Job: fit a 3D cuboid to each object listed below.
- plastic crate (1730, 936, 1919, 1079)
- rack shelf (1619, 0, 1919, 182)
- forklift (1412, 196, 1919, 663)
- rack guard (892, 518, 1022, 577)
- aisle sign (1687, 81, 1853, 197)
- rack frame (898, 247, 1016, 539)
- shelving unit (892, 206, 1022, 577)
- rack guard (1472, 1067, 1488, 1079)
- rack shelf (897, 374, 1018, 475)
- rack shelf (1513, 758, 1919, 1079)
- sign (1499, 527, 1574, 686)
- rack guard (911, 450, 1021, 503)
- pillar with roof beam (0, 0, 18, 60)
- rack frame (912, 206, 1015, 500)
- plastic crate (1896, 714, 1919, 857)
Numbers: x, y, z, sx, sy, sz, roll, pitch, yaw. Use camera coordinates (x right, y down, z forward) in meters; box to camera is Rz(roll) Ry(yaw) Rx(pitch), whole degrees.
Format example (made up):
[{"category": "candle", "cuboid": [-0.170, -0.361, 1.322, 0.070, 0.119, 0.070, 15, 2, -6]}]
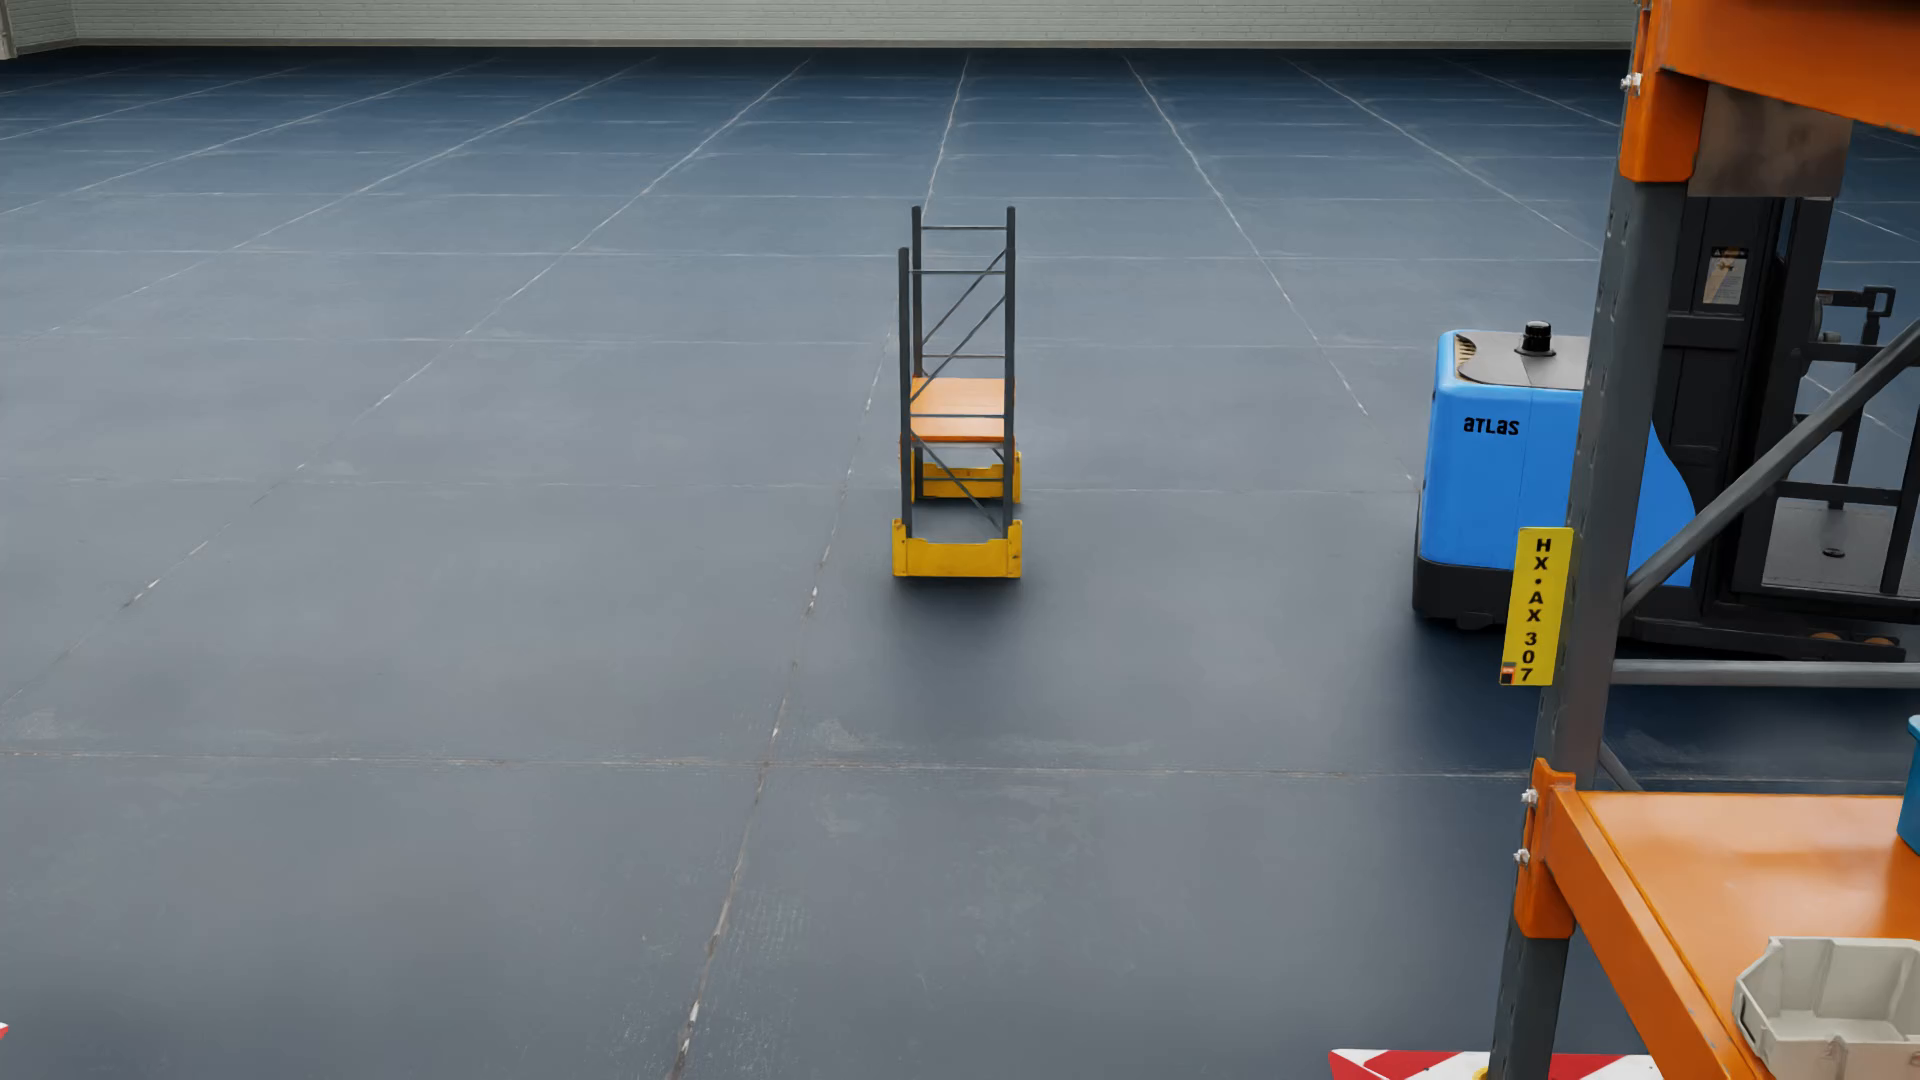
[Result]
[{"category": "plastic crate", "cuboid": [1.298, 0.709, 2.420, 0.298, 0.136, 0.250, 1, 21, 2]}, {"category": "rack shelf", "cuboid": [1.586, -0.074, 0.921, 1.077, 0.370, 4.000, 1, 21, 2]}, {"category": "forklift", "cuboid": [3.504, -1.022, 6.612, 3.031, 2.935, 1.130, 6, 22, 14]}, {"category": "rack guard", "cuboid": [-0.013, 0.036, 7.591, 0.587, 0.250, 0.087, 1, 21, 2]}, {"category": "aisle sign", "cuboid": [1.356, -0.976, 2.803, 0.394, 0.787, 0.004, 1, 21, 2]}, {"category": "rack frame", "cuboid": [-0.013, -0.546, 7.363, 0.500, 1.500, 0.032, 1, 21, 2]}, {"category": "shelving unit", "cuboid": [0.002, -0.727, 7.829, 0.587, 1.500, 1.083, 1, 21, 2]}, {"category": "rack guard", "cuboid": [1.691, 1.459, 3.578, 1.175, 0.500, 0.348, 1, 21, 2]}, {"category": "rack shelf", "cuboid": [0.003, -0.562, 7.902, 0.538, 0.185, 1.000, 1, 21, 2]}, {"category": "rack shelf", "cuboid": [1.586, 1.324, 1.464, 1.077, 0.370, 4.000, 1, 21, 2]}, {"category": "sign", "cuboid": [1.097, 0.129, 3.167, 0.100, 0.325, 0.005, 1, 21, 2]}, {"category": "rack guard", "cuboid": [0.017, -0.324, 8.519, 0.587, 0.250, 0.087, 1, 21, 2]}, {"category": "pillar with roof beam", "cuboid": [-13.877, -13.306, 29.881, 9.100, 9.000, 0.400, 1, 21, 2]}, {"category": "rack frame", "cuboid": [0.018, -0.914, 8.311, 0.500, 1.500, 0.032, 1, 21, 2]}, {"category": "plastic crate", "cuboid": [1.931, 0.519, 2.750, 0.499, 0.251, 0.616, 1, 21, 2]}]
